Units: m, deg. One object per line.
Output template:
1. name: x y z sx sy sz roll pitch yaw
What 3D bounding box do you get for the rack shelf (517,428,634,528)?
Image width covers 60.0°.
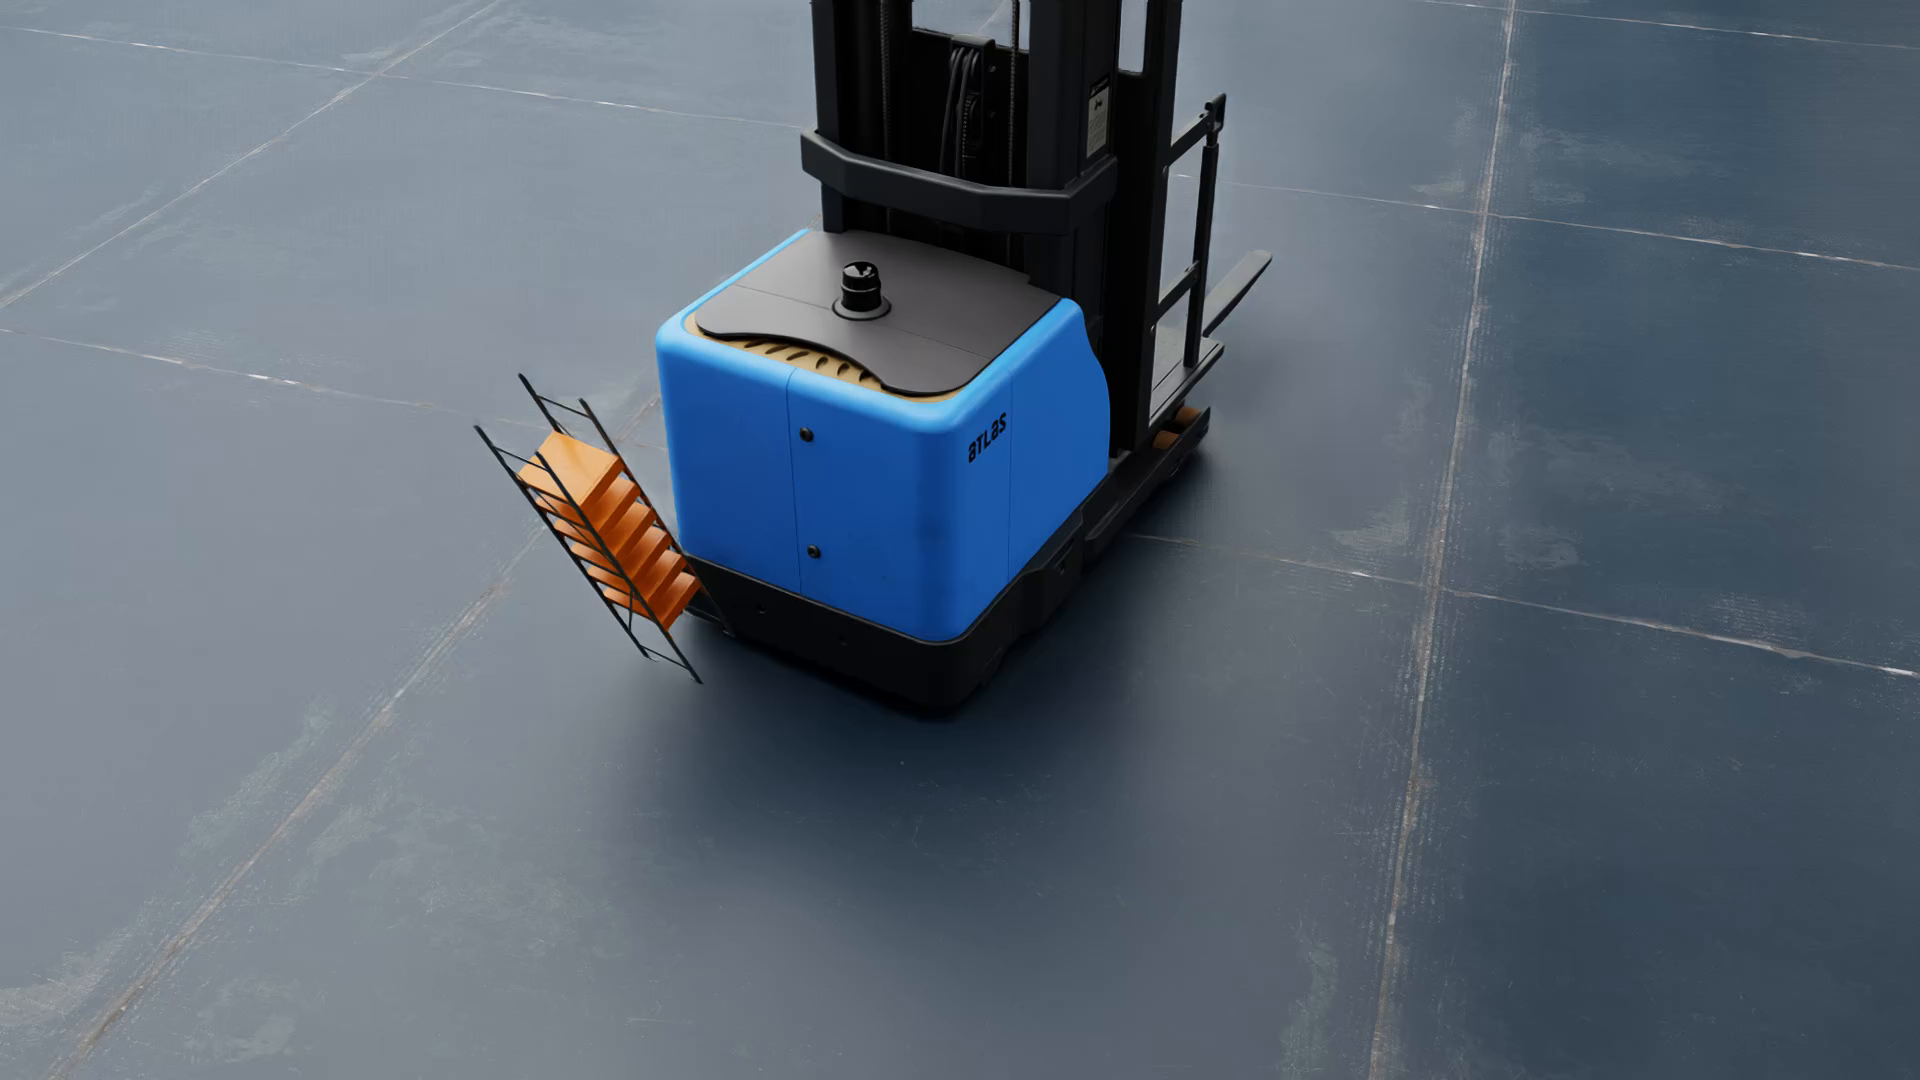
1. rack shelf: -1.045 -0.170 4.493 0.258 0.103 0.180 22 64 27

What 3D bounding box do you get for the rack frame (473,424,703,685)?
1. rack frame: -1.024 0.075 4.712 0.240 1.200 0.006 22 64 27

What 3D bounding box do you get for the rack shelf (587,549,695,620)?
1. rack shelf: -0.942 0.095 4.880 0.258 0.103 0.180 22 64 27

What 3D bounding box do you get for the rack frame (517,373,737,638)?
1. rack frame: -0.930 -0.065 4.782 0.240 1.200 0.006 22 64 27

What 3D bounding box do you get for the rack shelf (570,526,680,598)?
1. rack shelf: -0.967 0.029 4.783 0.258 0.103 0.180 22 64 27

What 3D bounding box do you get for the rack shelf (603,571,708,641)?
1. rack shelf: -0.916 0.162 4.976 0.258 0.103 0.180 22 64 27

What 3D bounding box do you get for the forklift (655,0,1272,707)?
1. forklift: 0.273 -1.535 5.363 1.130 2.935 3.031 19 40 24

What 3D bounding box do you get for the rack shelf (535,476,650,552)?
1. rack shelf: -1.019 -0.103 4.590 0.258 0.103 0.180 22 64 27

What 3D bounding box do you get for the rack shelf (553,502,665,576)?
1. rack shelf: -0.993 -0.037 4.686 0.258 0.103 0.180 22 64 27

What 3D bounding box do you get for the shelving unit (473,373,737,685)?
1. shelving unit: -0.977 0.005 4.747 0.258 1.200 0.189 22 64 27
